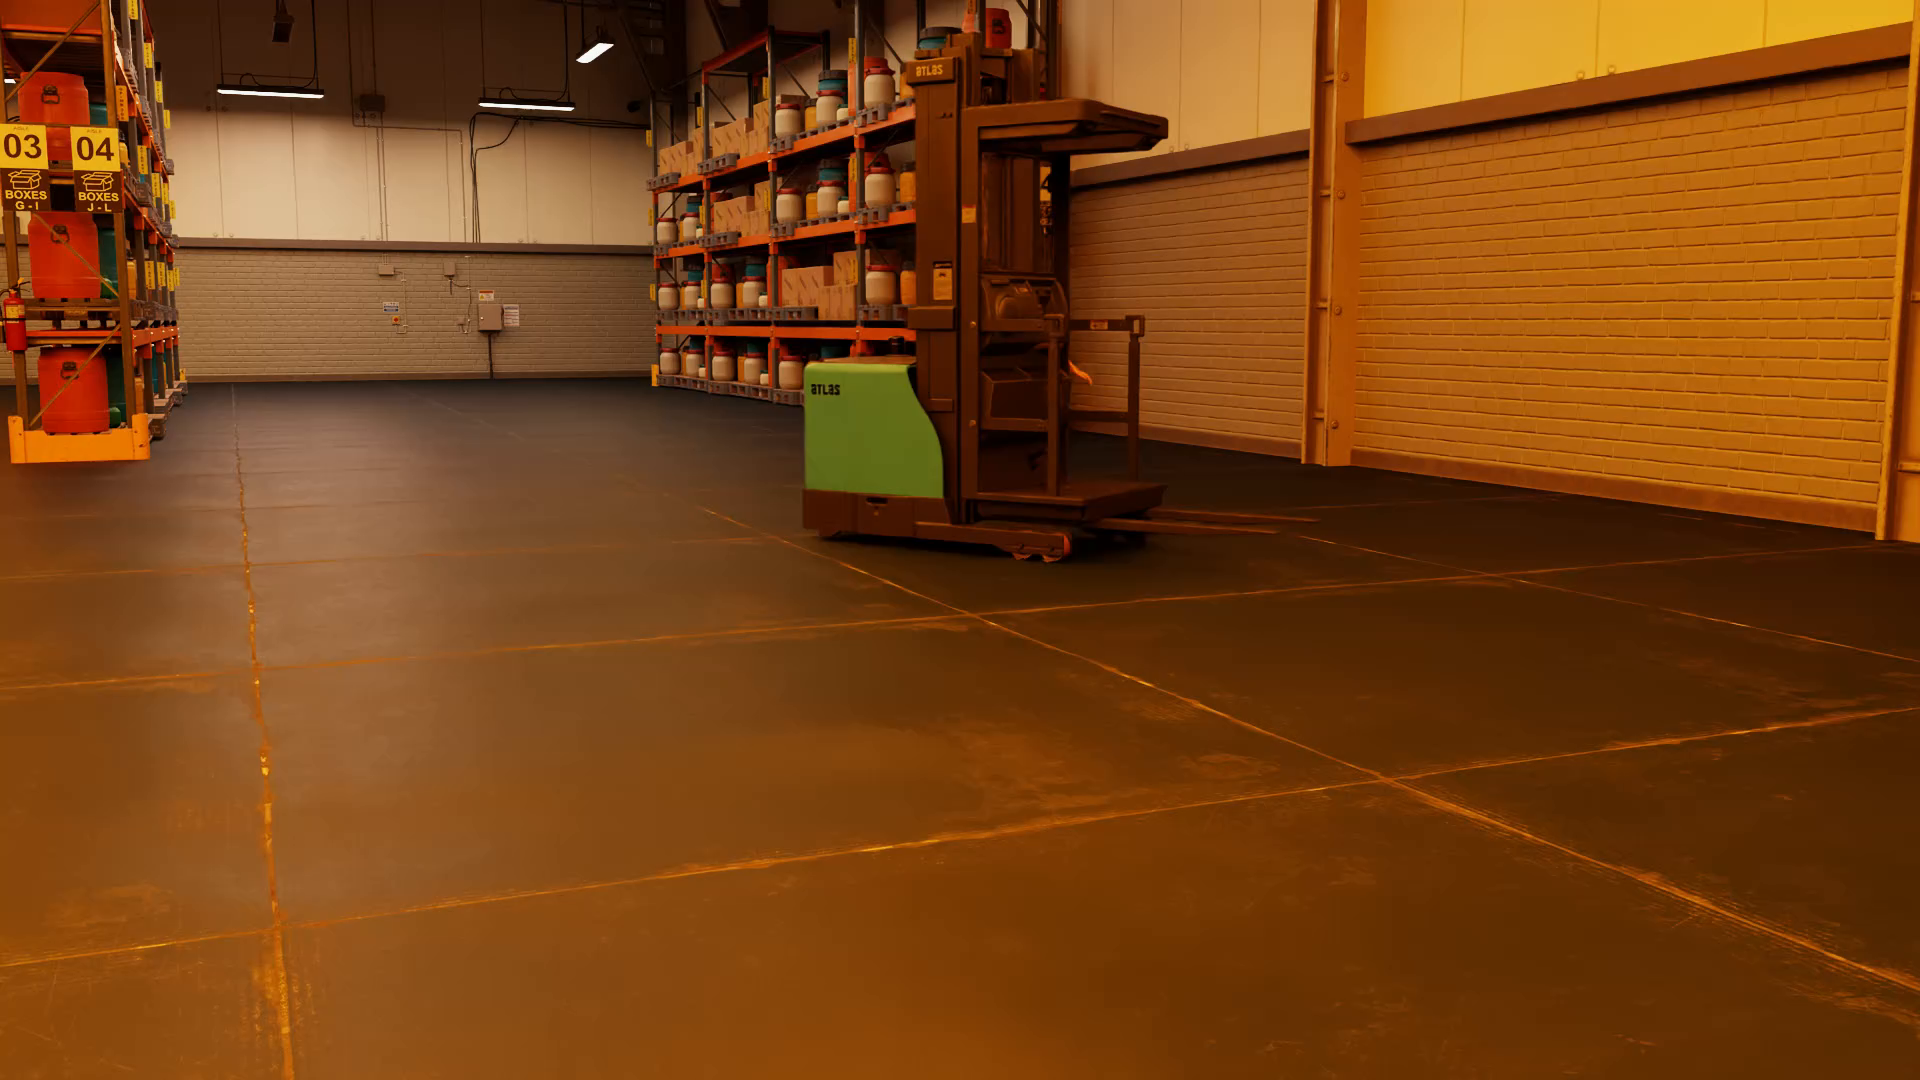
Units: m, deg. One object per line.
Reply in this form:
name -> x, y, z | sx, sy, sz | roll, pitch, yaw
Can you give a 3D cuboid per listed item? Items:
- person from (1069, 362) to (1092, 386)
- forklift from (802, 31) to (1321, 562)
person -> 0.537, -1.059, 12.704 | 1.141, 1.485, 0.946 | -7, 10, -42
forklift -> 0.554, -1.409, 9.631 | 3.031, 2.935, 1.130 | 5, 9, 32
